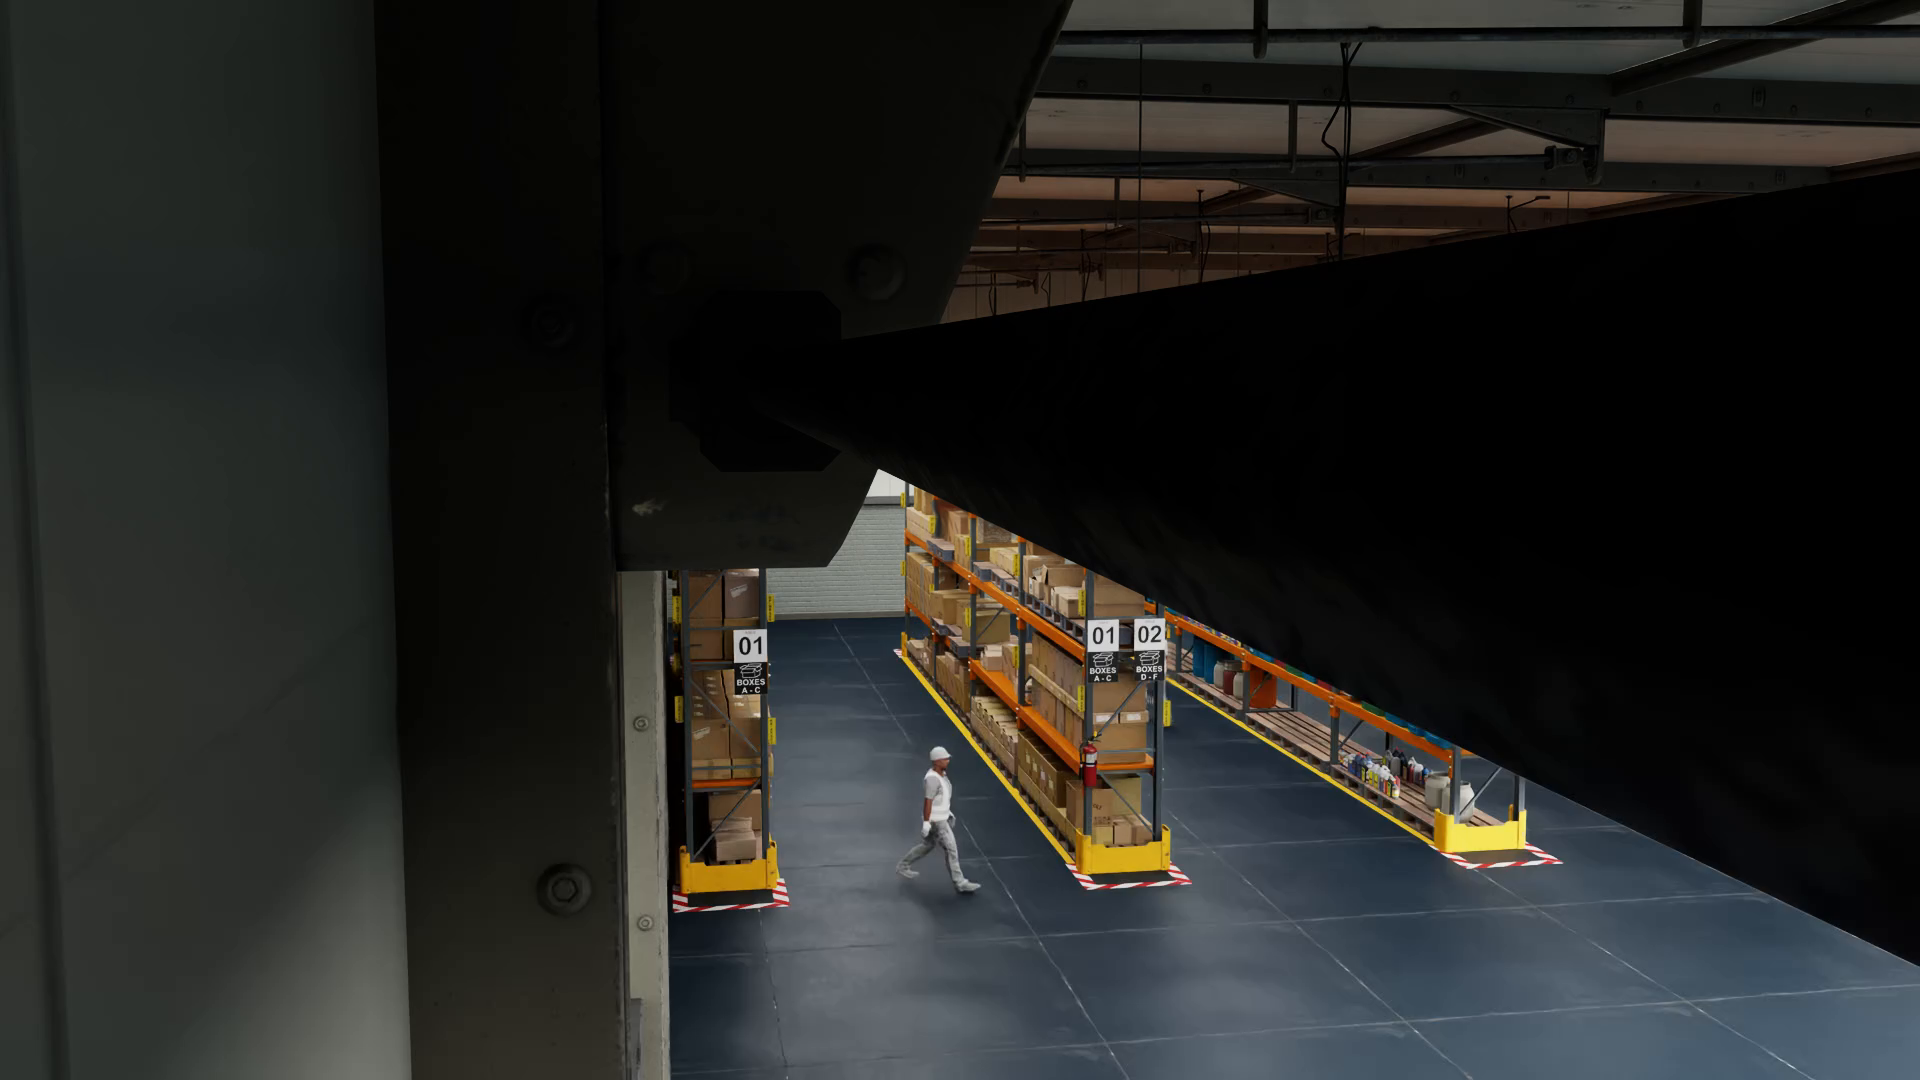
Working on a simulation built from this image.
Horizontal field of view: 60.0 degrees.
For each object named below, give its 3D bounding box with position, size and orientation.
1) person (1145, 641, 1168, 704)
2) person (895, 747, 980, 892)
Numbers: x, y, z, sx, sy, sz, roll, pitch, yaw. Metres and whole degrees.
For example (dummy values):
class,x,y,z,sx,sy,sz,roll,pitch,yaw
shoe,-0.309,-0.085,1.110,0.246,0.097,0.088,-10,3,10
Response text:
class,x,y,z,sx,sy,sz,roll,pitch,yaw
person,3.486,2.353,29.805,0.551,1.736,0.758,-3,6,-23
person,-0.278,3.378,20.268,1.085,1.737,0.563,1,6,5
